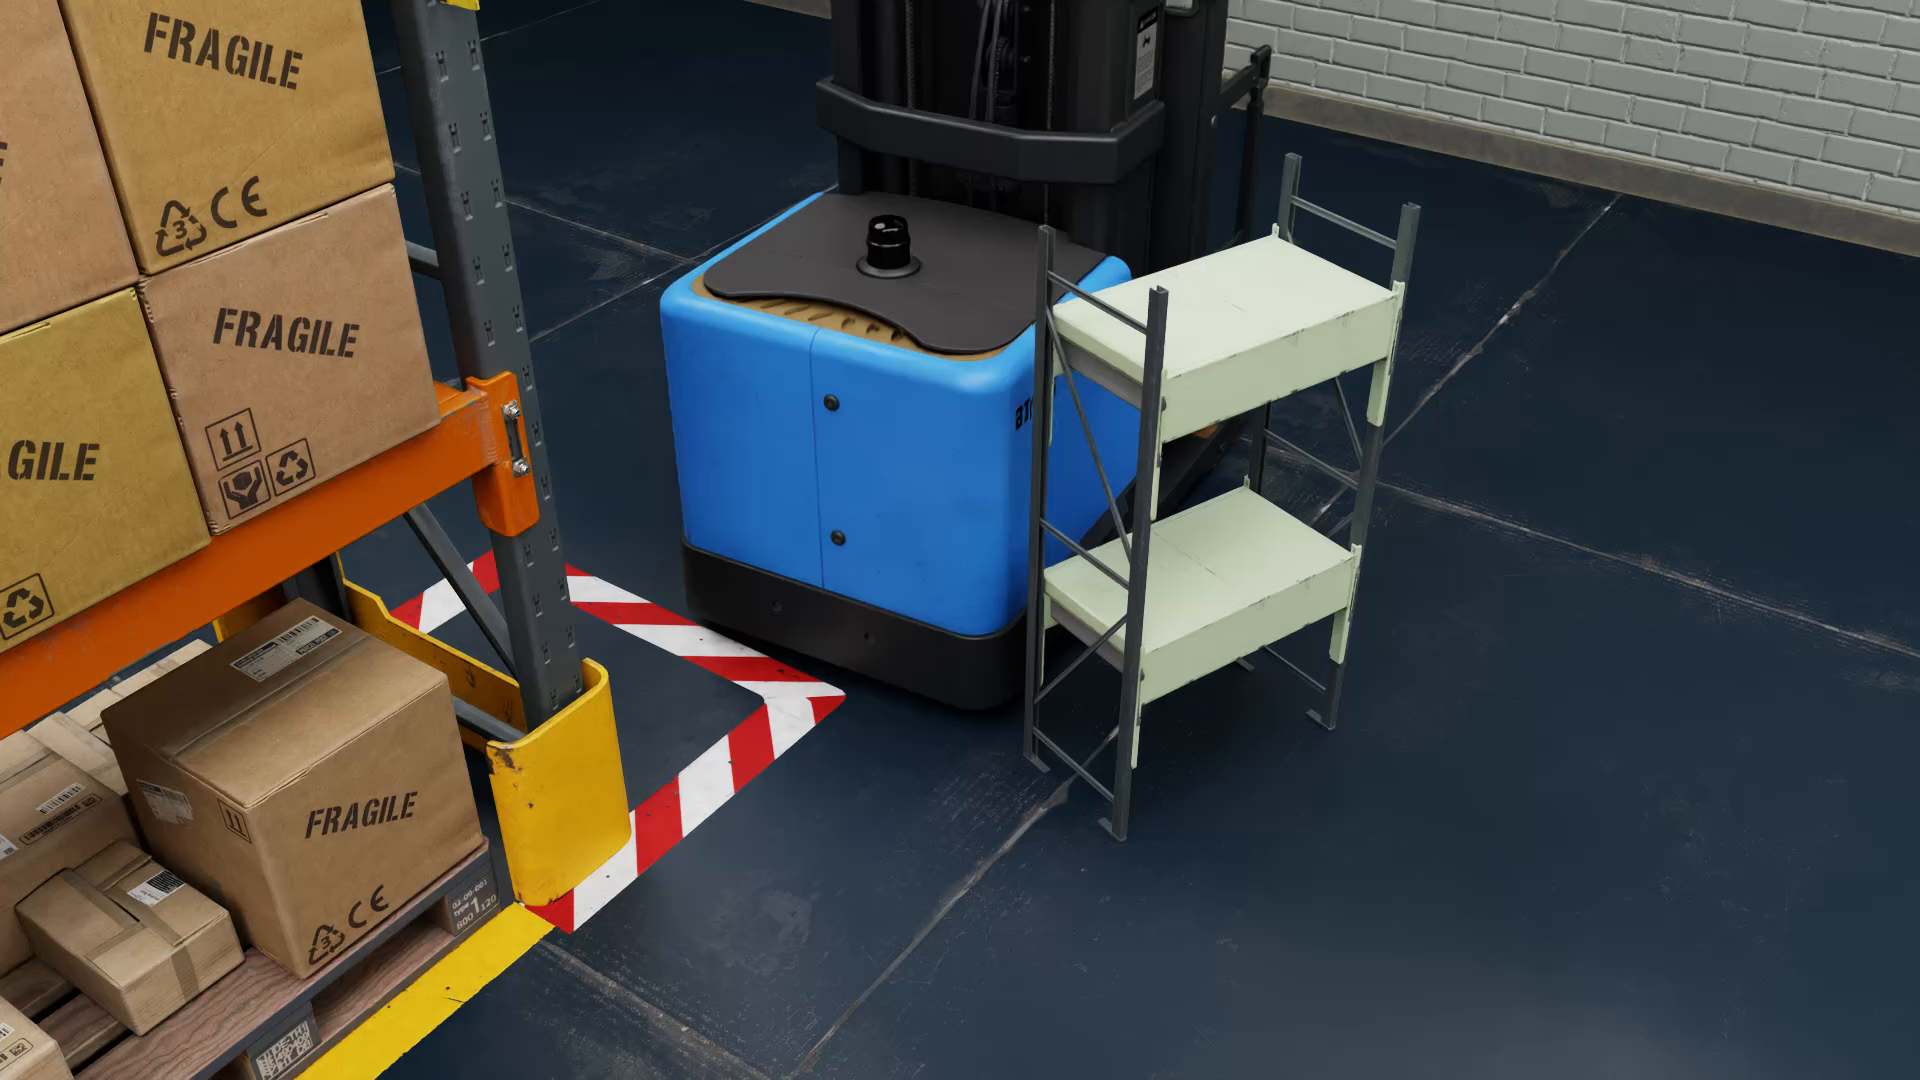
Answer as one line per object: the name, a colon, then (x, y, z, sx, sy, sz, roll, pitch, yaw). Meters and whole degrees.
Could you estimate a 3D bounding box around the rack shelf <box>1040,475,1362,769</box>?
rack shelf: (0.590, 0.190, 4.213, 0.720, 0.370, 0.431, -22, 40, -29)

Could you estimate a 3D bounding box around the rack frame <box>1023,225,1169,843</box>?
rack frame: (0.291, 0.038, 3.855, 0.023, 1.500, 0.400, -22, 40, -29)

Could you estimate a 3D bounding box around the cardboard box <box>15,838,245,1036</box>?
cardboard box: (-1.743, 0.822, 3.493, 0.380, 0.166, 0.250, 21, 39, 28)

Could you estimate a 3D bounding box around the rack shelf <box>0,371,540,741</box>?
rack shelf: (-2.471, 0.562, 2.383, 1.077, 0.370, 4.000, 21, 39, 28)

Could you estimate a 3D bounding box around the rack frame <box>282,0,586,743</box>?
rack frame: (-1.331, -0.656, 3.542, 1.000, 3.000, 0.127, 21, 39, 28)

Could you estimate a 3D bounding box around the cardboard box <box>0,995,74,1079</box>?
cardboard box: (-2.005, 1.057, 3.071, 0.500, 0.250, 0.500, 21, 39, 28)

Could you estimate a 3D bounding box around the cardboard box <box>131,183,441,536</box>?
cardboard box: (-1.363, -0.404, 3.081, 0.500, 0.500, 0.500, 23, 40, 30)

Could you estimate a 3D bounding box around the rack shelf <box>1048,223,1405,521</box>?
rack shelf: (0.590, -0.404, 3.811, 0.720, 0.370, 0.431, -22, 40, -29)

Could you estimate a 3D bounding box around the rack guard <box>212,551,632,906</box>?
rack guard: (-1.374, 0.414, 4.191, 1.175, 0.500, 0.348, 21, 39, 28)

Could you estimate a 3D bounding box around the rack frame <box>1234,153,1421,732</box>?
rack frame: (0.889, -0.199, 4.205, 0.023, 1.500, 0.400, -22, 40, -29)

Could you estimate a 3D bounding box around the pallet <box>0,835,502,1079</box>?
pallet: (-1.828, 0.901, 3.729, 1.003, 0.211, 1.213, 21, 39, 28)

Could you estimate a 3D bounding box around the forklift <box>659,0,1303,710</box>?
forklift: (0.347, -1.563, 4.945, 1.130, 2.935, 3.031, 17, 38, 23)

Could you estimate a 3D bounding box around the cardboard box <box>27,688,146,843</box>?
cardboard box: (-1.994, 0.533, 3.920, 0.380, 0.166, 0.250, 21, 39, 28)

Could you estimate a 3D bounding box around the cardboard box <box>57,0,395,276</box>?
cardboard box: (-1.359, -0.819, 2.802, 0.500, 0.500, 0.500, 21, 39, 28)

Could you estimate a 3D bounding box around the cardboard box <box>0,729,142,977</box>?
cardboard box: (-2.159, 0.690, 3.613, 0.500, 0.250, 0.500, 21, 39, 28)

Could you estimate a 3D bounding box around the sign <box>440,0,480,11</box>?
sign: (-0.886, -1.080, 2.854, 0.100, 0.325, 0.005, 21, 39, 28)

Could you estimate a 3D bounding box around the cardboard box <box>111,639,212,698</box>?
cardboard box: (-1.852, 0.426, 4.095, 0.380, 0.149, 0.250, 21, 39, 28)

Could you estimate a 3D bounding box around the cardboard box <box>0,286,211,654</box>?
cardboard box: (-1.655, -0.165, 2.726, 0.500, 0.500, 0.500, 22, 40, 29)

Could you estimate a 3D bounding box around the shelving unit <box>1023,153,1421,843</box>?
shelving unit: (0.590, -0.080, 4.030, 0.755, 1.500, 0.431, -22, 40, -29)

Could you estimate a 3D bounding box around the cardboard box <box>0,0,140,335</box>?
cardboard box: (-1.646, -0.586, 2.457, 0.500, 0.500, 0.500, 22, 40, 29)

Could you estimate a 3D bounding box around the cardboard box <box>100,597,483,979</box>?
cardboard box: (-1.438, 0.526, 3.633, 0.500, 0.500, 0.500, 21, 39, 28)
